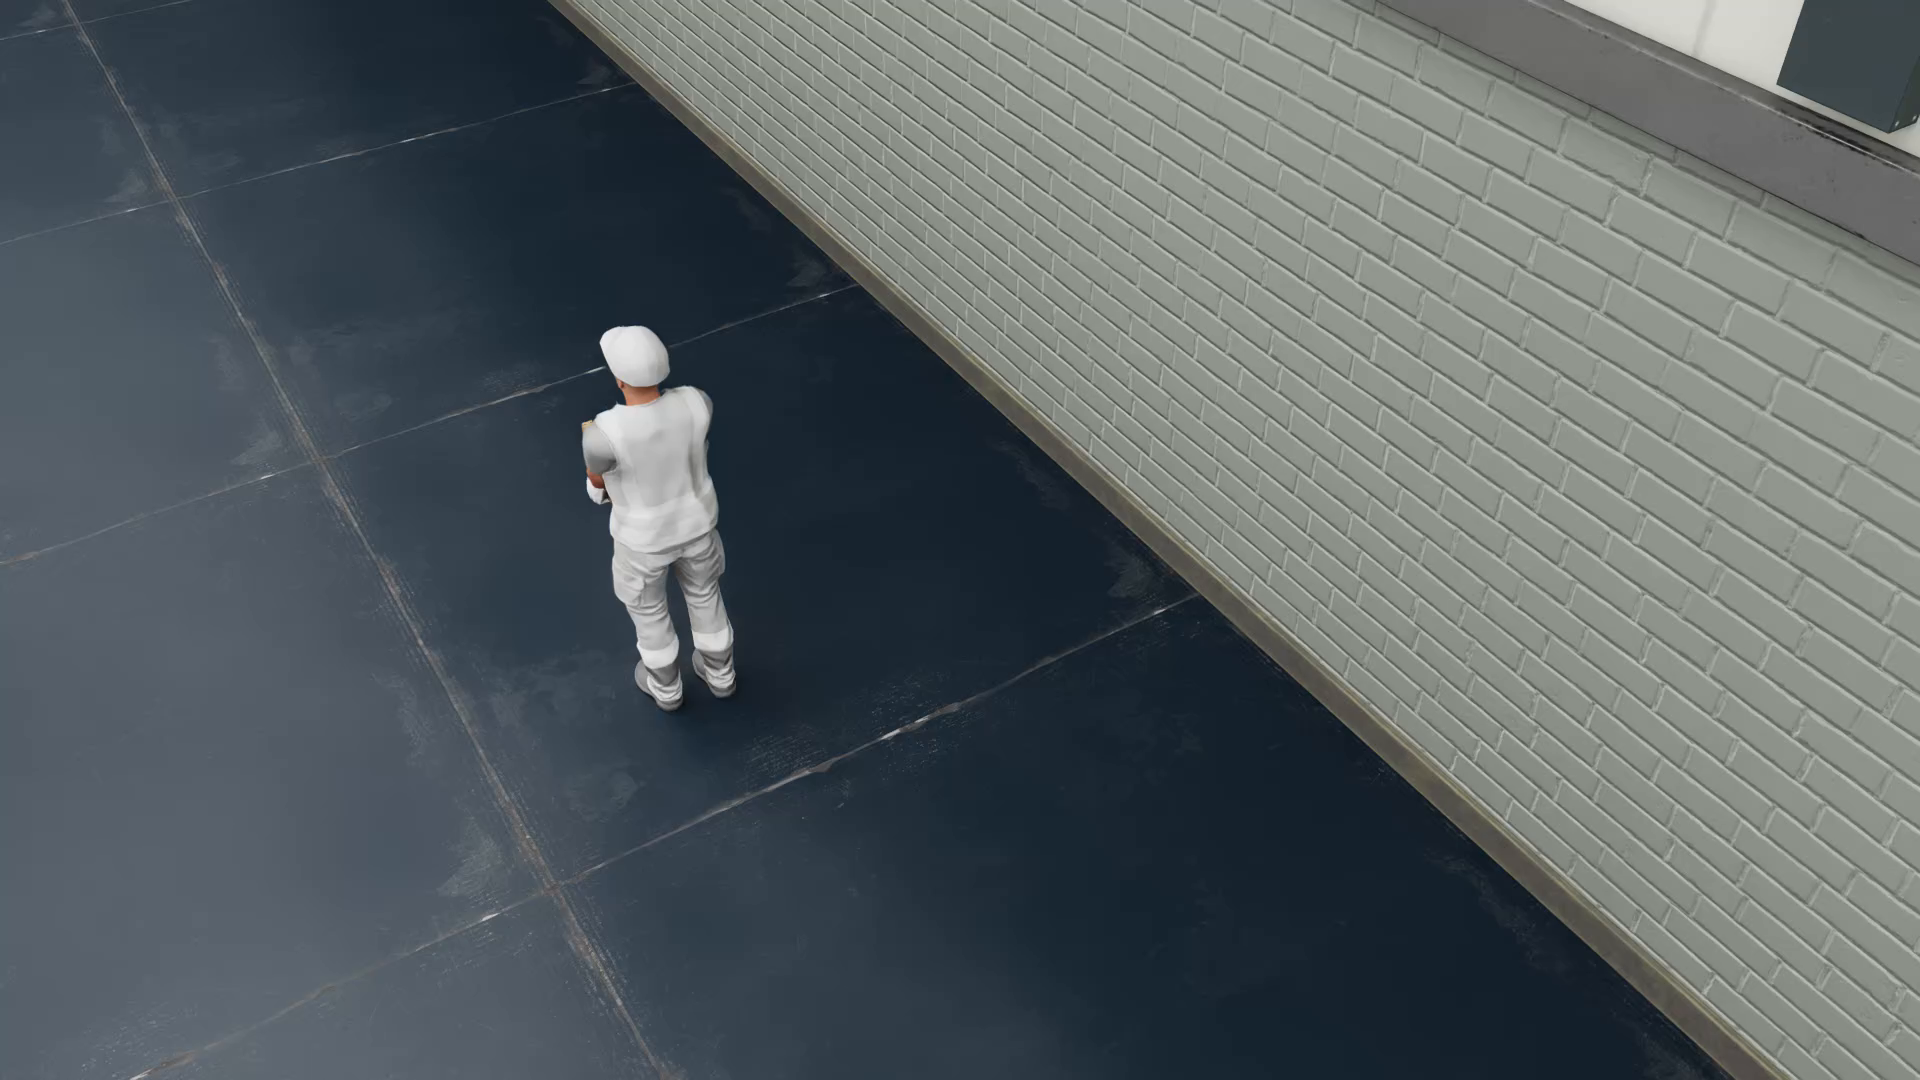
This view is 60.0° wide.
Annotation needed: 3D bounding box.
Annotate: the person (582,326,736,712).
[{"bbox_3d":[-1.158,-0.111,6.269,0.474,1.786,0.558,-22,45,-24],"label":"person"}]
